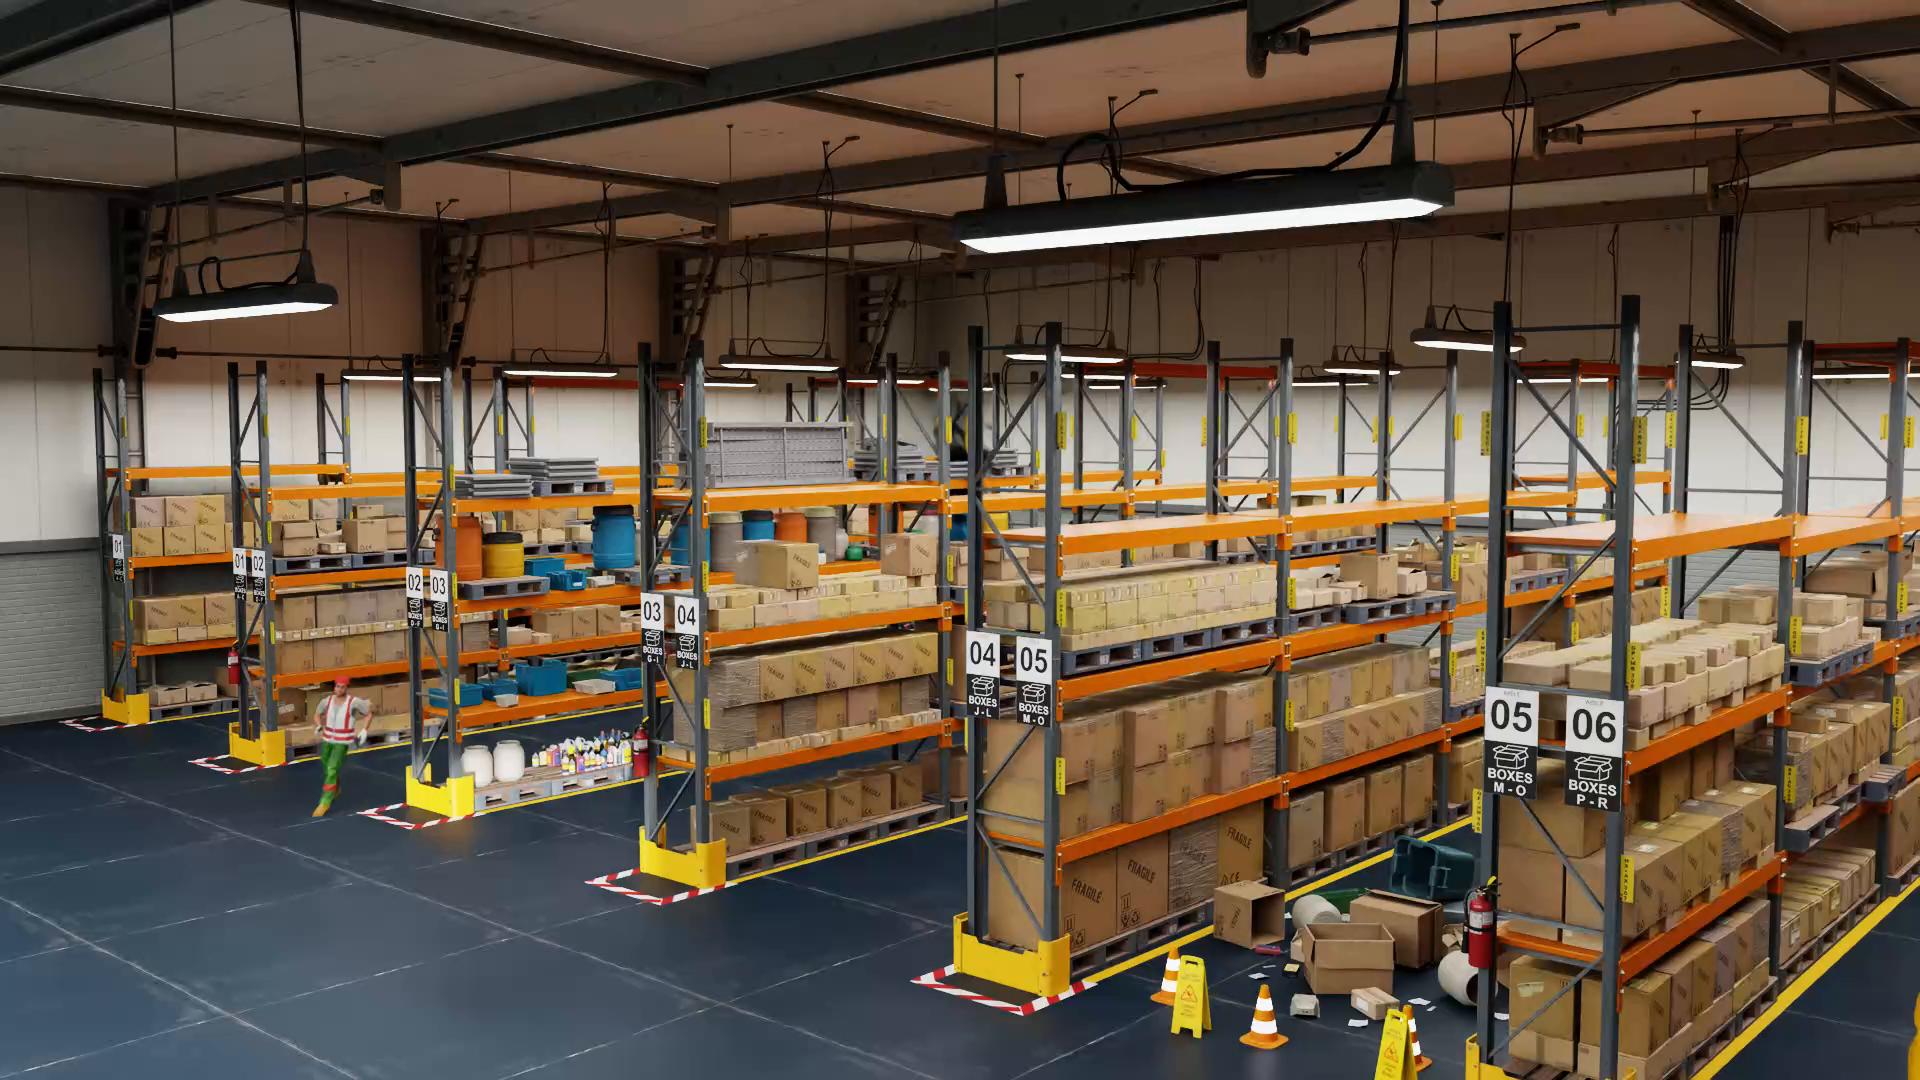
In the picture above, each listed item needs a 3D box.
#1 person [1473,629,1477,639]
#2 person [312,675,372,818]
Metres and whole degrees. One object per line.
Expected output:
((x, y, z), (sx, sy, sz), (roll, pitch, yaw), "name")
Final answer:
((8.475, 2.321, 27.158), (0.705, 1.747, 0.606), (-3, 5, -36), "person")
((-8.168, 2.670, 21.836), (0.723, 1.797, 0.875), (1, 4, 8), "person")
